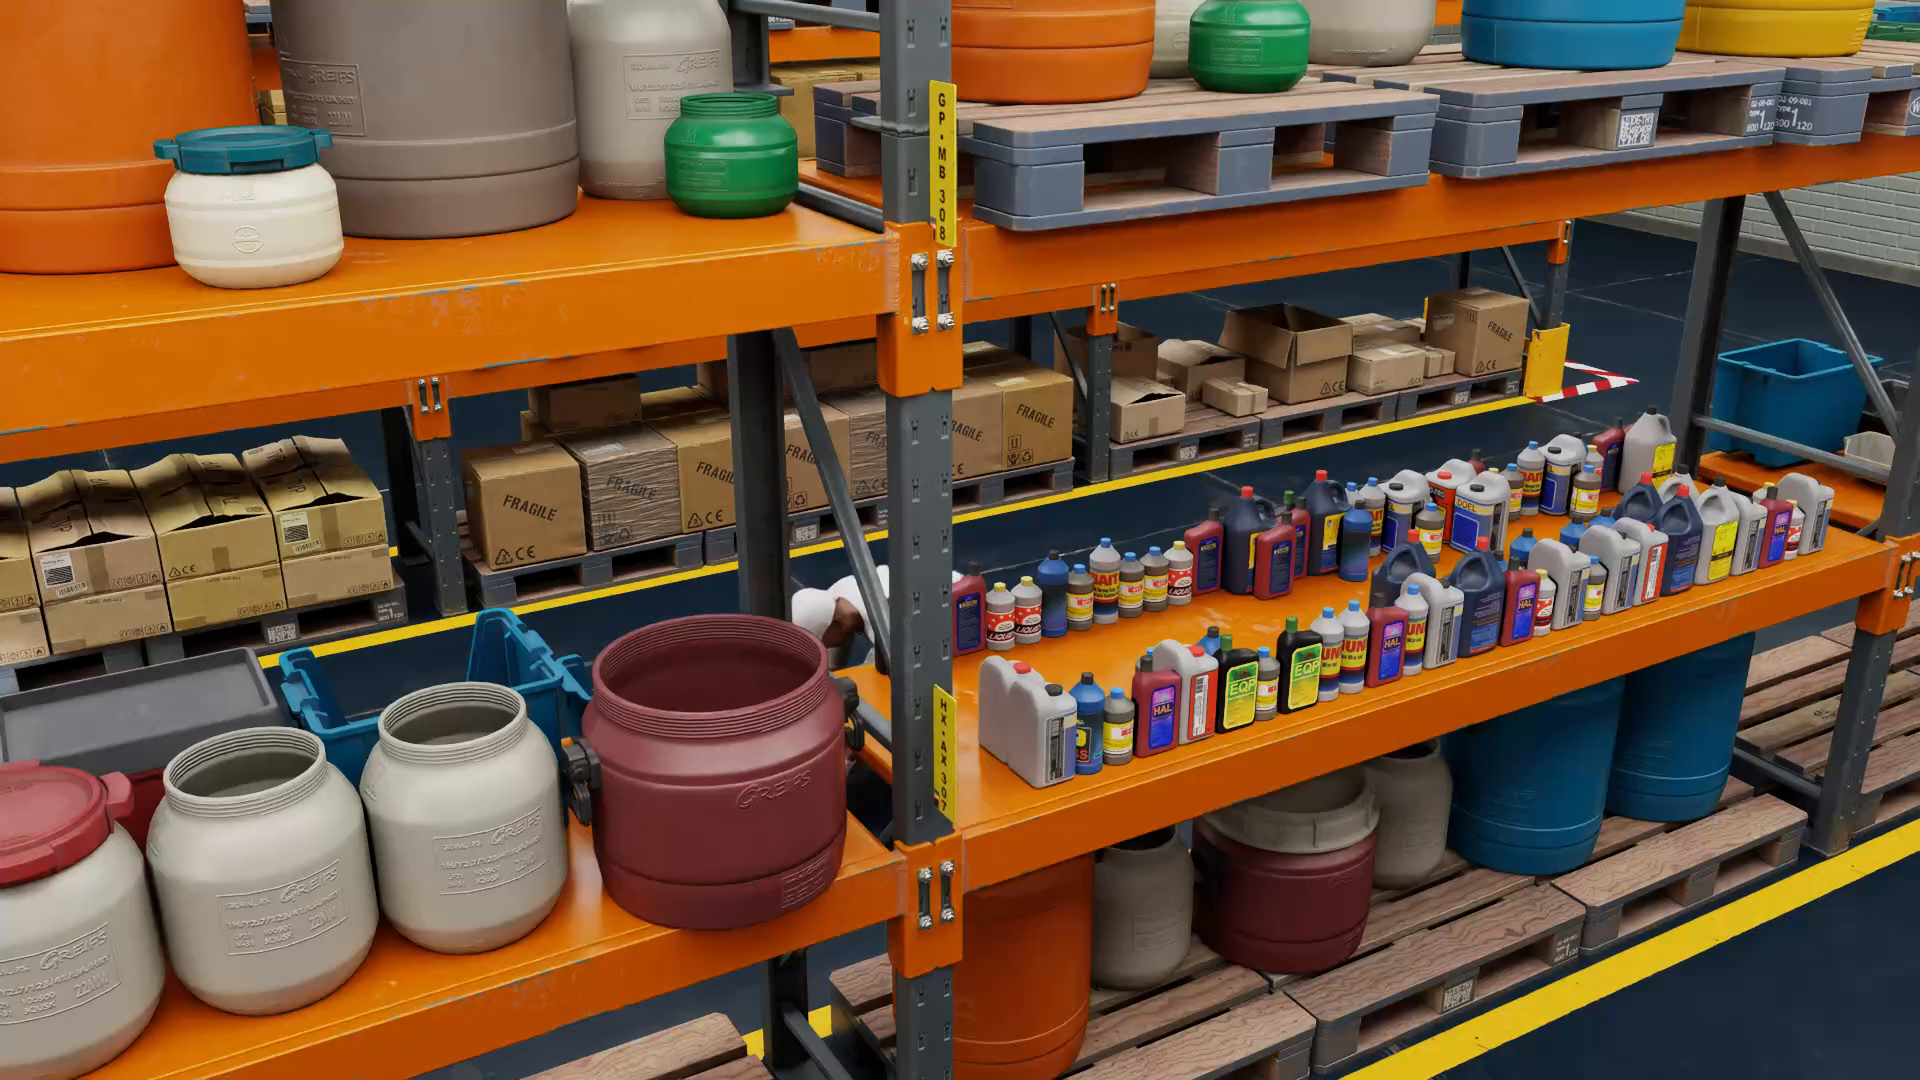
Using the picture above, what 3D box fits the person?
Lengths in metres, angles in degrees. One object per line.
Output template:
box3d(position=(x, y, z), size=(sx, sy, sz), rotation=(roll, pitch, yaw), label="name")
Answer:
box3d(position=(-0.258, 0.574, 6.681), size=(0.970, 0.995, 0.551), rotation=(-13, 25, -29), label="person")
